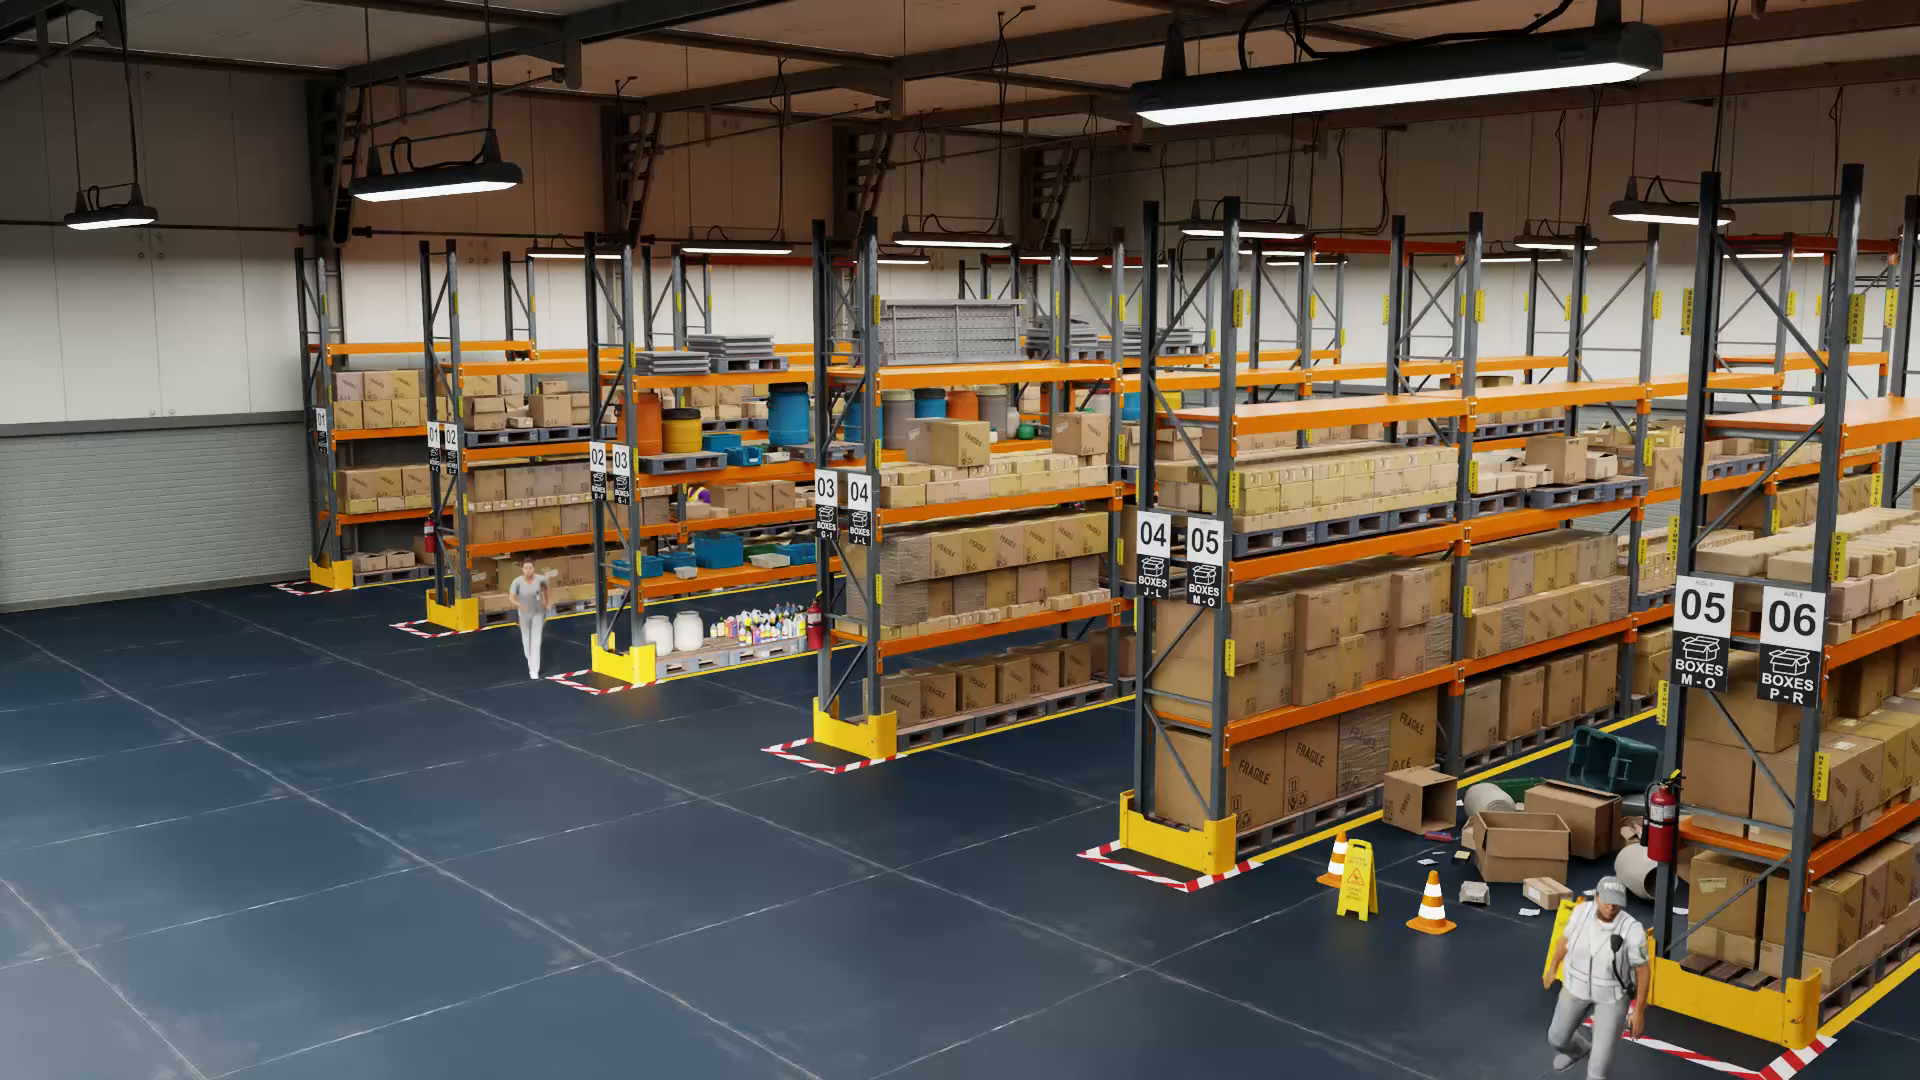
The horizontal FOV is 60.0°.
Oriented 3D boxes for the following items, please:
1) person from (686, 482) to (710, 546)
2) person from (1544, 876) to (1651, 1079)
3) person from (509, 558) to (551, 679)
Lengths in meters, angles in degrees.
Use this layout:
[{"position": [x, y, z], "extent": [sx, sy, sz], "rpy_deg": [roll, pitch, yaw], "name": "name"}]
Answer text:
[{"position": [-5.122, -0.409, 32.126], "extent": [0.696, 1.790, 0.721], "rpy_deg": [6, 10, 36], "name": "person"}, {"position": [4.056, 2.840, 10.567], "extent": [0.671, 1.603, 0.716], "rpy_deg": [6, 10, 34], "name": "person"}, {"position": [-5.888, 1.030, 22.797], "extent": [0.550, 1.637, 0.901], "rpy_deg": [-2, 9, -13], "name": "person"}]
